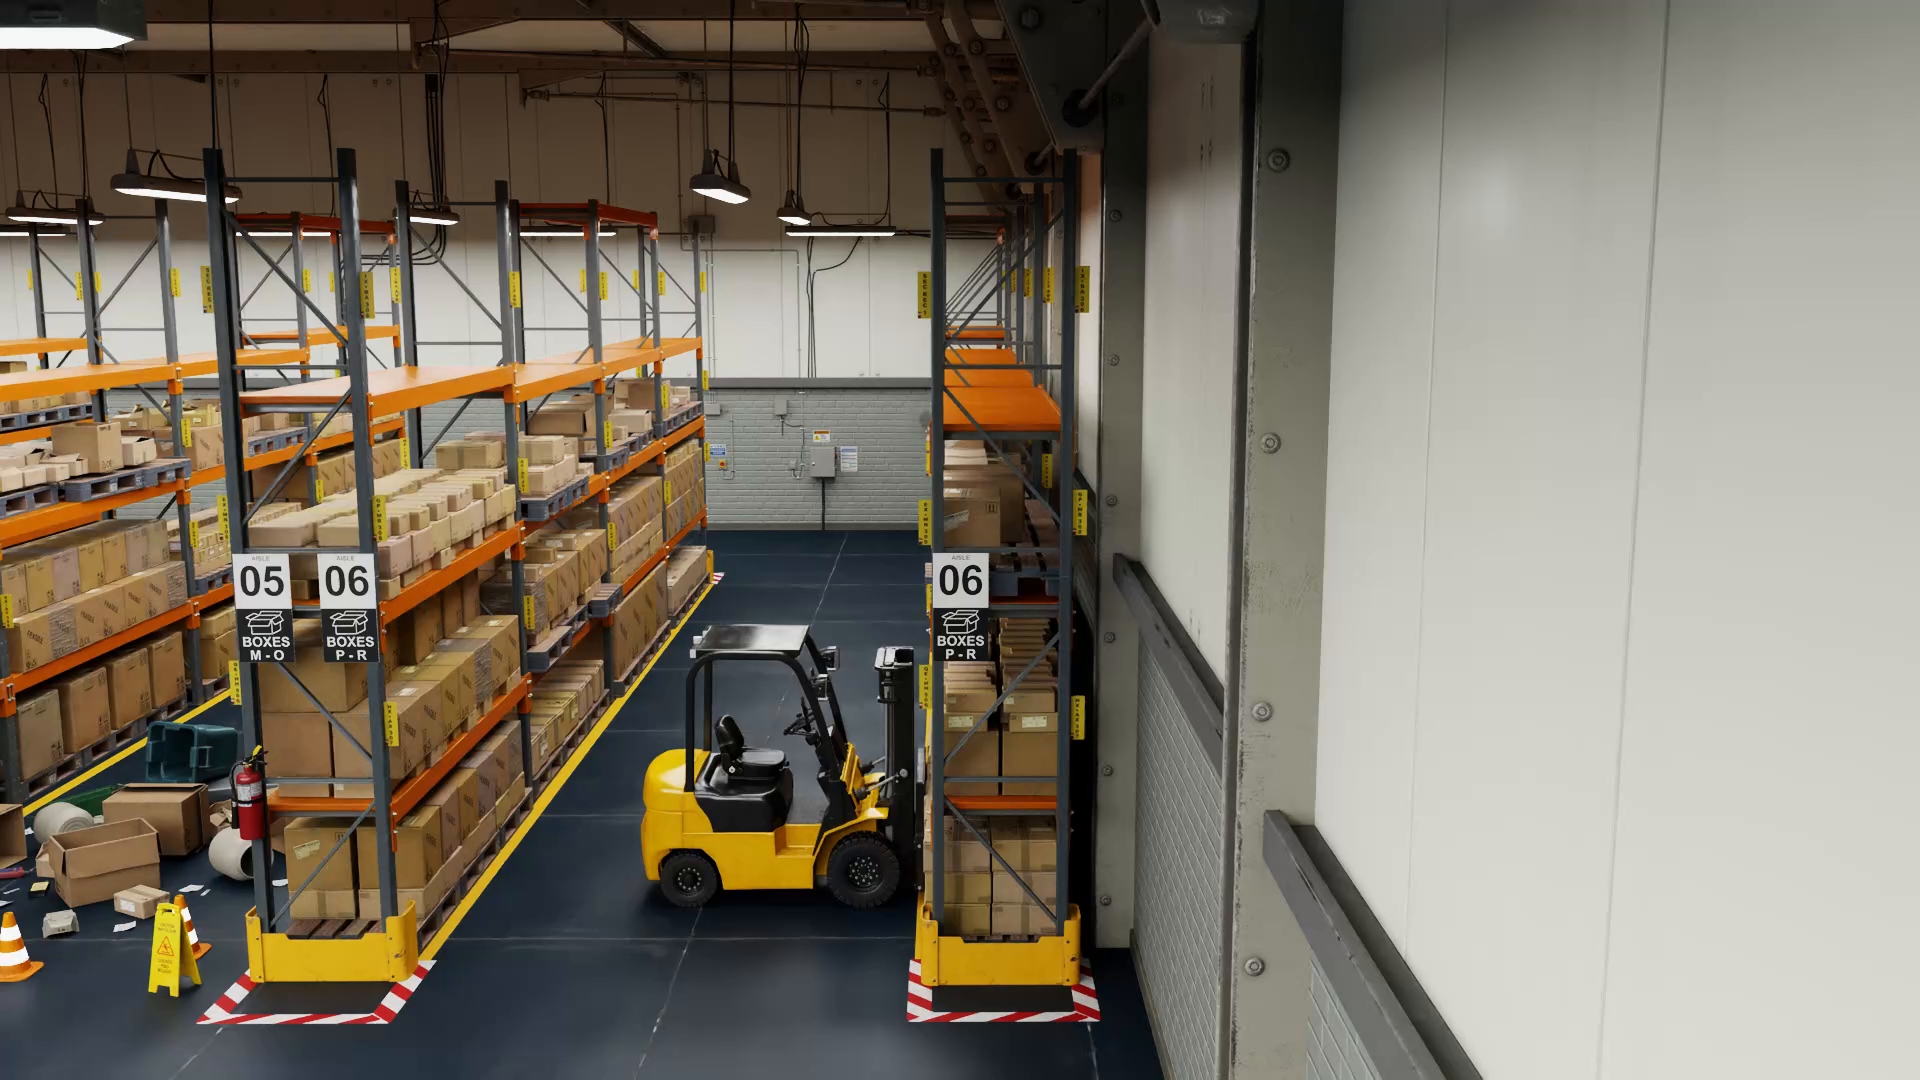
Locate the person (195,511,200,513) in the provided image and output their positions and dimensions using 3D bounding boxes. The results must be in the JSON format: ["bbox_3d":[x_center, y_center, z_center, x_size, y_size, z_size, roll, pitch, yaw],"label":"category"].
[{"bbox_3d":[-11.419,0.360,25.215,0.594,1.629,0.608,1,9,4],"label":"person"}]
